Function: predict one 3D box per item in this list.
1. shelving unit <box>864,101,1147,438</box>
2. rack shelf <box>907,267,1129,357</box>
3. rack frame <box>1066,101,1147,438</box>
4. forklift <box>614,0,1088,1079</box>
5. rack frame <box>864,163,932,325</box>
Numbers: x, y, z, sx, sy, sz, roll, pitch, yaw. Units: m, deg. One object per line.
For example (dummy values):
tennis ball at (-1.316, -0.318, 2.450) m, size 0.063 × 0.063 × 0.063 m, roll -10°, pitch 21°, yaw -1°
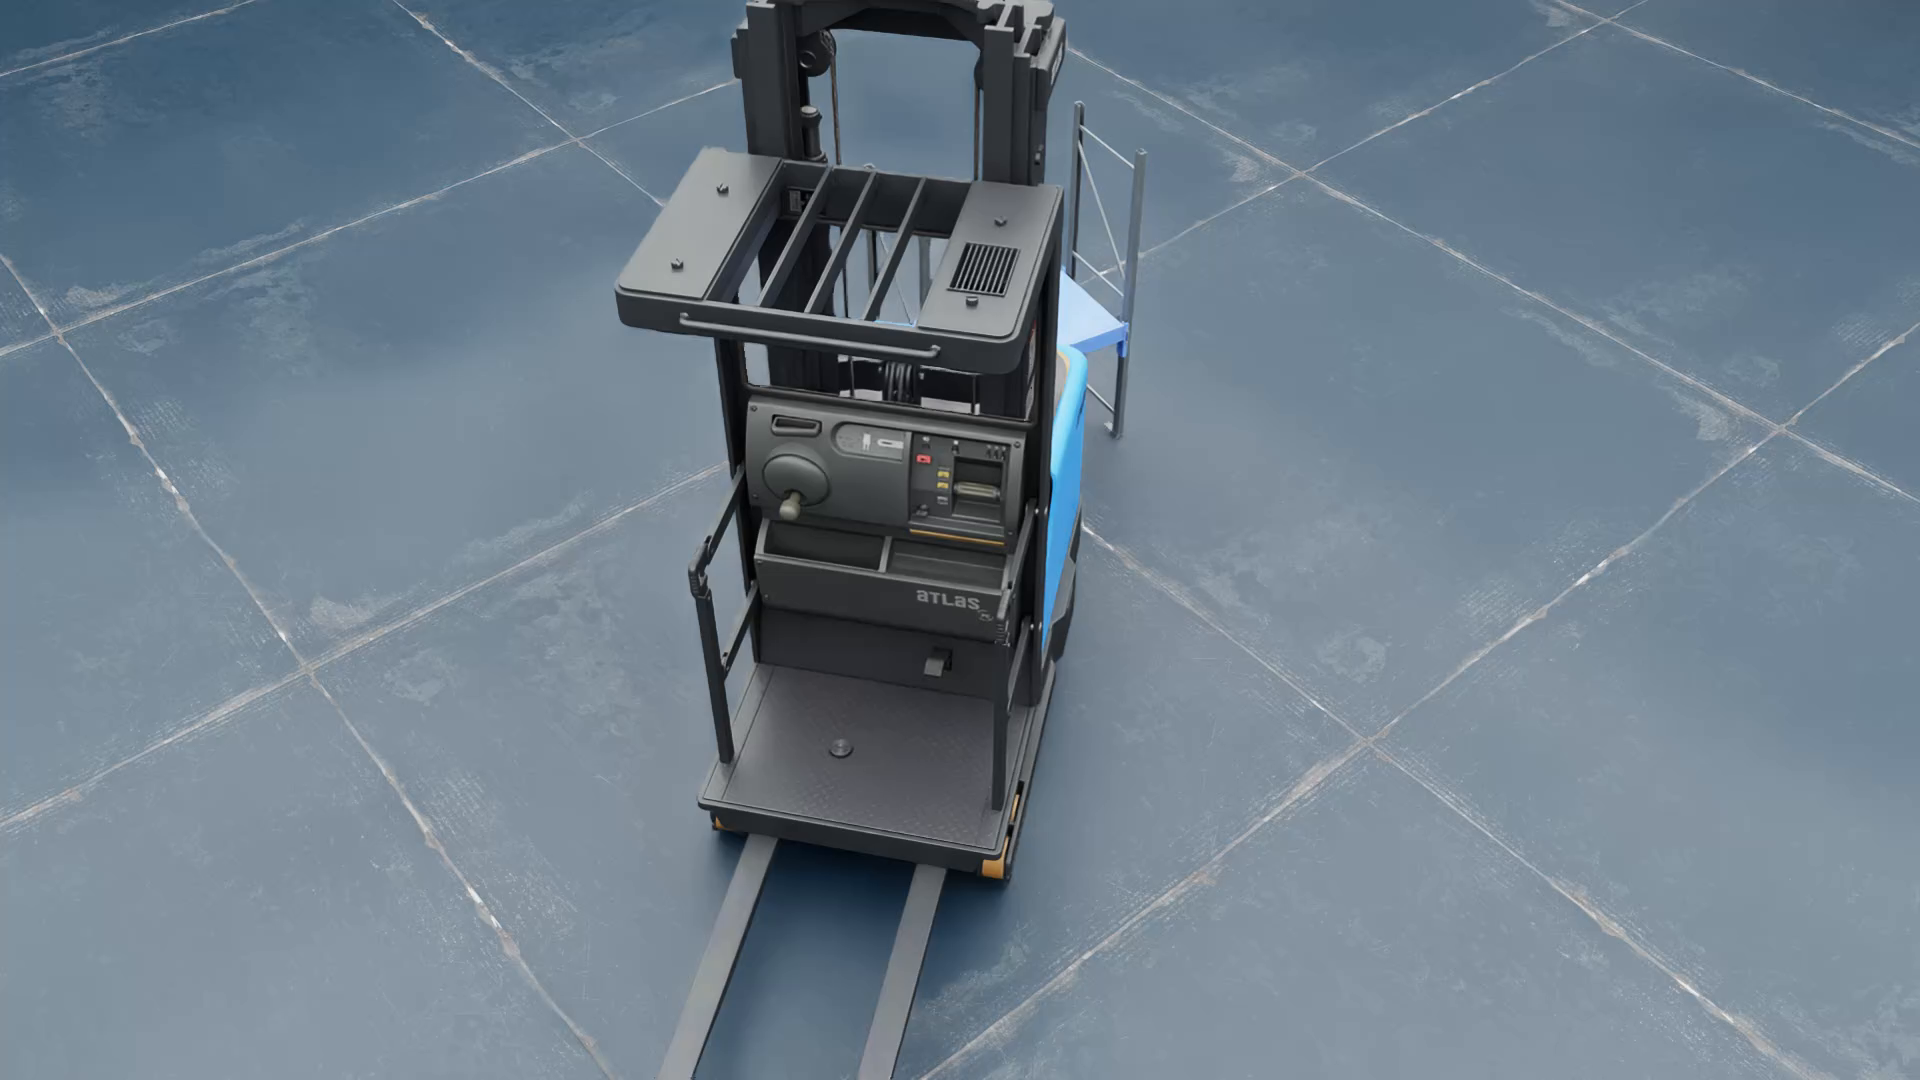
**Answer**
shelving unit at (0.188, -1.004, 7.277) m, size 1.048 × 1.500 × 0.538 m, roll -22°, pitch 47°, yaw -22°
rack shelf at (0.188, -0.873, 7.400) m, size 1.000 × 0.185 × 0.538 m, roll -22°, pitch 47°, yaw -22°
rack frame at (0.626, -1.180, 7.464) m, size 0.032 × 1.500 × 0.500 m, roll -22°, pitch 47°, yaw -22°
forklift at (-0.294, -0.133, 5.305) m, size 1.130 × 2.935 × 3.031 m, roll 8°, pitch 44°, yaw 9°
rack frame at (-0.251, -0.828, 7.090) m, size 0.032 × 1.500 × 0.500 m, roll -22°, pitch 47°, yaw -22°
